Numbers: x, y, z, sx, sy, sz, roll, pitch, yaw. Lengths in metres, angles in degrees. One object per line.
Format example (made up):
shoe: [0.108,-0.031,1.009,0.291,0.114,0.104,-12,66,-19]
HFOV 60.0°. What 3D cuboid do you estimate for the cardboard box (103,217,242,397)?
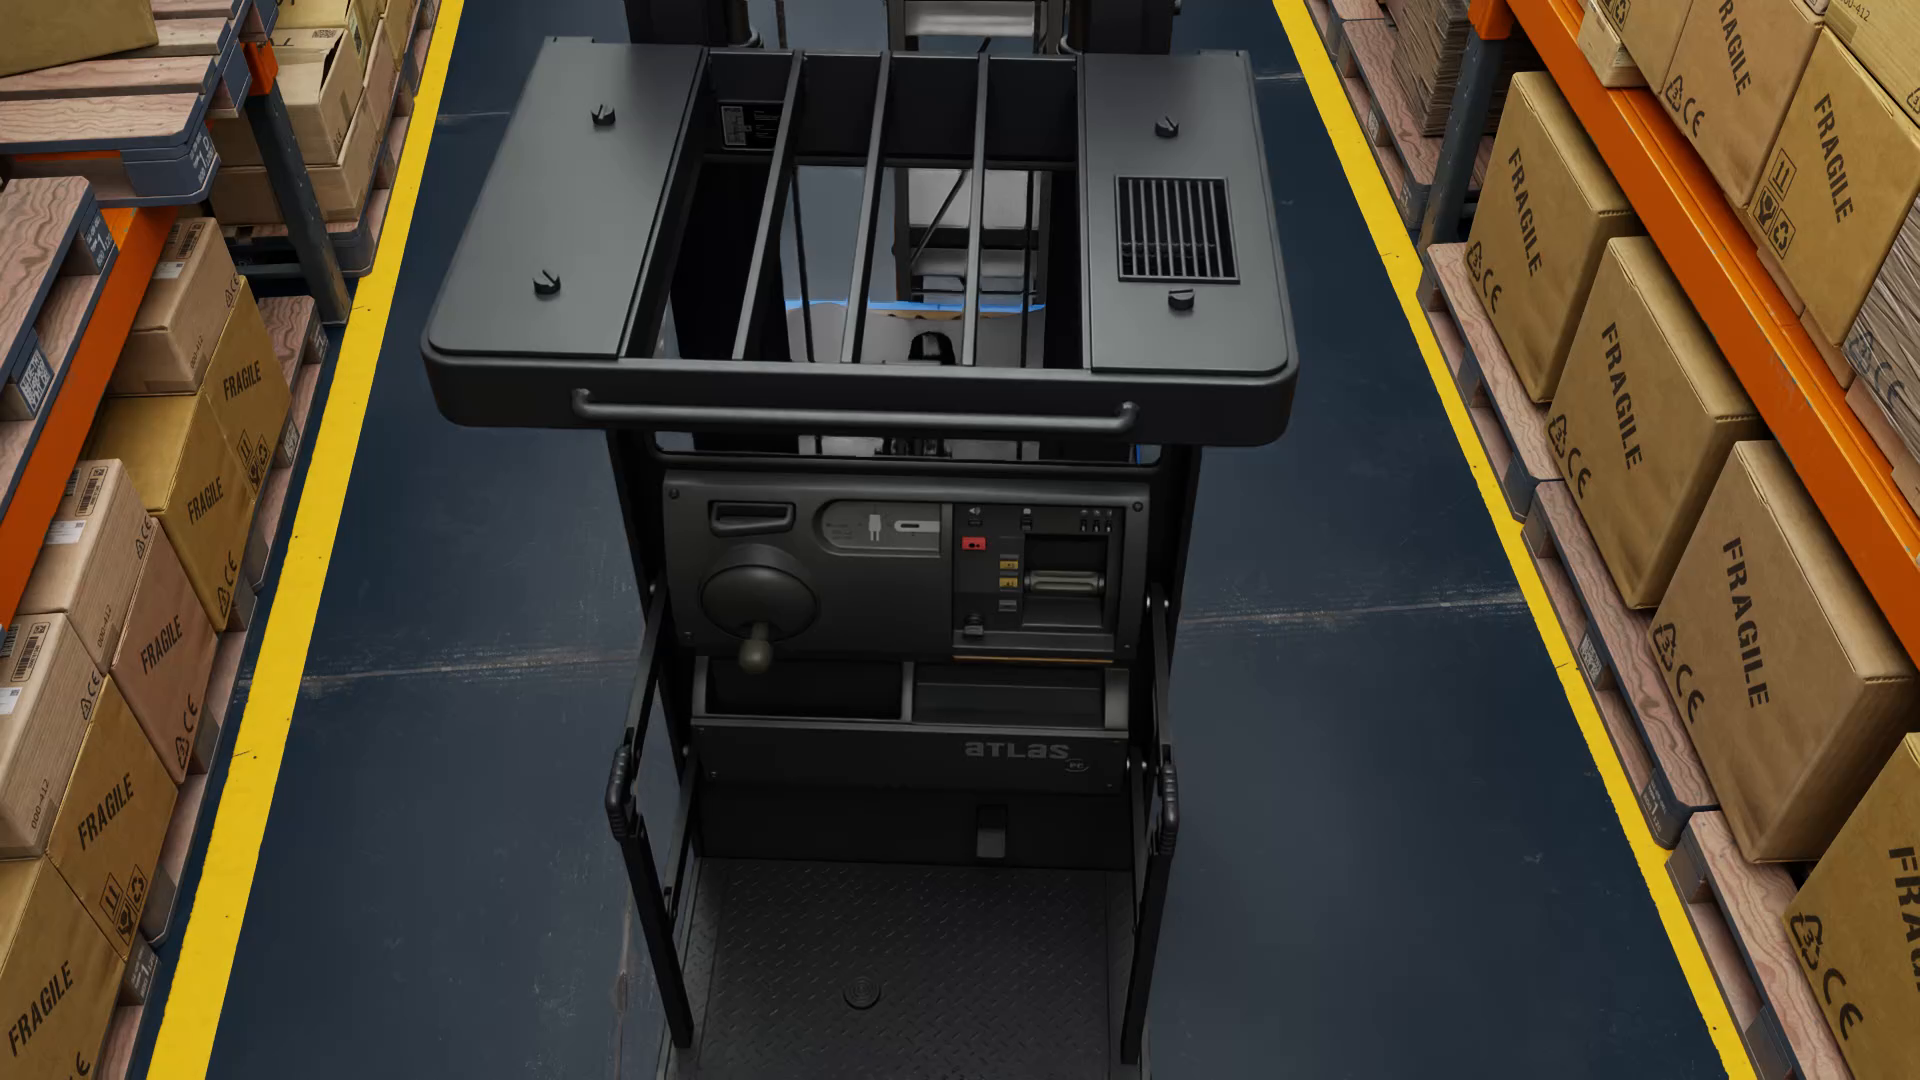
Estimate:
cardboard box: [-2.387,-0.661,4.712,0.500,0.250,0.500,-2,47,-2]

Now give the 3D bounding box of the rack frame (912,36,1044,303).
rack frame: [0.055,-1.012,4.762,0.400,2.100,0.015,2,47,2]

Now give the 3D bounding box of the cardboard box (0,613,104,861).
cardboard box: [-2.255,0.442,3.668,0.500,0.250,0.500,-3,47,-3]

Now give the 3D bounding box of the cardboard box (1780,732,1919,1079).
cardboard box: [2.379,0.908,3.515,0.750,0.750,0.750,-3,47,-3]

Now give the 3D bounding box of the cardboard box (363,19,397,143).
cardboard box: [-2.502,-1.774,6.469,0.500,0.250,0.500,-5,47,-4]

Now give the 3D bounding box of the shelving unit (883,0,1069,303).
shelving unit: [0.046,-0.835,4.594,0.431,2.100,0.503,2,47,2]

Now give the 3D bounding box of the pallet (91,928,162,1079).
pallet: [-2.479,1.452,3.729,1.003,0.211,1.213,-3,47,-3]

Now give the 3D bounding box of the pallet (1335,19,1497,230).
pallet: [2.164,-1.725,6.738,1.003,0.211,1.213,-3,47,-3]

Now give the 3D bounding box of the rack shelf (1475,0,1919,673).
rack shelf: [2.395,-0.424,4.081,1.077,0.370,4.000,-3,47,-3]

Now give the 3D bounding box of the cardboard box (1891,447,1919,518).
cardboard box: [2.196,-0.112,3.449,0.380,0.149,0.250,-3,47,-3]

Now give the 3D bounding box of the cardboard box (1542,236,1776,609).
cardboard box: [2.226,-0.349,4.706,0.750,0.750,0.750,-4,47,-3]

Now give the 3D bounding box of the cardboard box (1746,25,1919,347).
cardboard box: [2.140,-0.780,3.635,0.500,0.500,0.500,-2,47,-2]

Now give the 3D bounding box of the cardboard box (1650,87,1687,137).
cardboard box: [2.119,-1.232,4.510,0.380,0.149,0.250,-4,47,-4]

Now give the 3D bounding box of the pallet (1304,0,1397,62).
pallet: [2.065,-2.606,7.572,1.003,0.211,1.213,-3,47,-3]

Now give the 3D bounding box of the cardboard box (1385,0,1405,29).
cardboard box: [2.188,-2.308,6.788,0.700,0.500,0.500,-4,47,-3]

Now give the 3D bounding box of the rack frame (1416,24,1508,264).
rack frame: [2.228,-2.118,5.190,1.000,3.000,0.127,-3,47,-3]

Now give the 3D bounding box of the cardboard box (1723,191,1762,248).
cardboard box: [2.160,-0.857,4.155,0.380,0.149,0.250,-3,47,-3]

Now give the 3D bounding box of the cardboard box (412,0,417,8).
cardboard box: [-2.594,-2.521,7.176,0.500,0.250,0.500,-3,47,-2]

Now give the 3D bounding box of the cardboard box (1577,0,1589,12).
cardboard box: [2.037,-1.604,4.862,0.380,0.149,0.250,-3,47,-3]

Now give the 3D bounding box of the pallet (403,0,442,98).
pallet: [-2.837,-2.334,7.315,1.003,0.211,1.213,-3,47,-3]

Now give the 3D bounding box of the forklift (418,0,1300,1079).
forklift: [-0.111,0.168,3.072,1.130,2.935,3.031,2,47,2]

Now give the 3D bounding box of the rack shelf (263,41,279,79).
rack shelf: [-2.876,-3.014,6.534,1.077,0.370,4.000,-3,47,-3]

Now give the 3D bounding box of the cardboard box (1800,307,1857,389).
cardboard box: [2.179,-0.487,3.804,0.380,0.149,0.250,-2,47,-2]

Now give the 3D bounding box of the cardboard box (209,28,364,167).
cardboard box: [-2.459,-1.603,5.921,0.500,0.311,0.500,-2,47,-2]

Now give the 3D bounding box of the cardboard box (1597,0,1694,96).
cardboard box: [2.048,-1.515,4.332,0.500,0.500,0.500,-2,47,-2]

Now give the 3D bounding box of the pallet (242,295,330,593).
pallet: [-2.683,-0.313,5.401,1.003,0.211,1.213,-3,47,-3]

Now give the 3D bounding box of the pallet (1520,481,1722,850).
pallet: [2.318,0.296,4.824,1.003,0.211,1.213,-3,47,-3]

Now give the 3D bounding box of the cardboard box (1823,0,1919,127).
cardboard box: [2.149,-1.056,3.380,0.500,0.250,0.500,-4,47,-4]

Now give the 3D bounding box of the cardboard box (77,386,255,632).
cardboard box: [-2.353,-0.069,4.668,0.500,0.500,0.500,-5,47,-5]

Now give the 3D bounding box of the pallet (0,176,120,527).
pallet: [-2.541,-0.342,3.640,1.003,0.211,1.213,-3,47,-3]

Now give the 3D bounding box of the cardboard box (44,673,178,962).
cardboard box: [-2.261,0.676,3.963,0.500,0.500,0.500,-3,47,-3]

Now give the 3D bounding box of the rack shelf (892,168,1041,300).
rack shelf: [0.046,-0.825,4.604,0.431,0.518,0.480,2,47,2]

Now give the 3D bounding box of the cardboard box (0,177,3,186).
cardboard box: [-2.657,-0.871,3.651,0.700,0.500,0.500,4,47,4]

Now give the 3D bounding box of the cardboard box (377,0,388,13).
cardboard box: [-2.552,-2.352,6.630,0.500,0.311,0.500,-5,47,-4]
